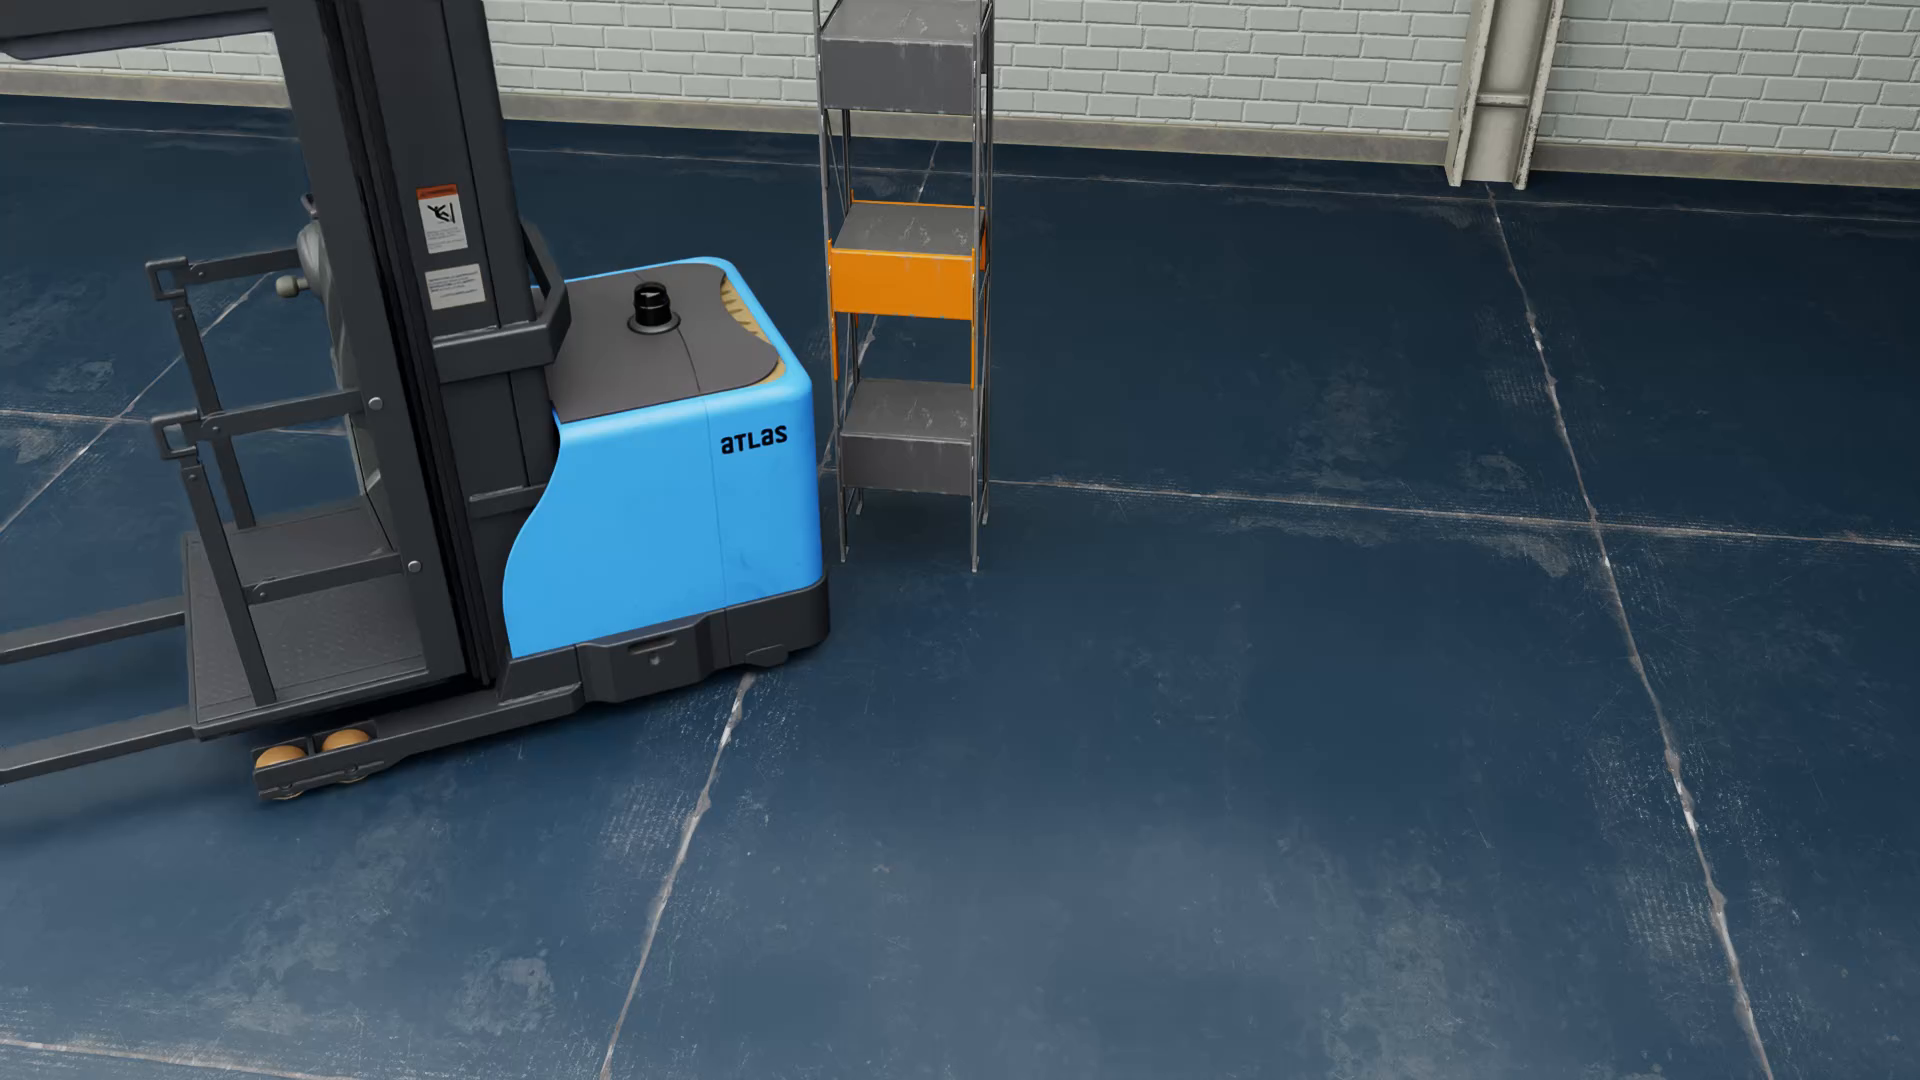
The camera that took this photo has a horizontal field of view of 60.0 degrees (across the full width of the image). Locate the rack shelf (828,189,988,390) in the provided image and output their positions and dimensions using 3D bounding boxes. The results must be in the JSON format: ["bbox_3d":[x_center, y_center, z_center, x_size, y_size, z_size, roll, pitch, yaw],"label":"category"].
[{"bbox_3d":[-0.164,-0.856,5.665,0.480,0.518,0.431,4,36,6],"label":"rack shelf"}]

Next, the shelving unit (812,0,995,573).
[{"bbox_3d":[-0.164,-0.867,5.657,0.503,2.100,0.431,4,36,6],"label":"shelving unit"}]

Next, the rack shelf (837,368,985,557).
[{"bbox_3d":[-0.164,-0.286,6.072,0.480,0.518,0.431,4,36,6],"label":"rack shelf"}]

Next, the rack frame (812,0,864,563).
[{"bbox_3d":[-0.406,-0.885,5.683,0.015,2.100,0.400,4,36,6],"label":"rack frame"}]

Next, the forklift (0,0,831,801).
[{"bbox_3d":[-2.011,-0.742,4.767,3.031,2.935,1.130,-13,38,-18],"label":"forklift"}]

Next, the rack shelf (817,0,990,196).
[{"bbox_3d":[-0.164,-1.426,5.258,0.480,0.518,0.431,4,36,6],"label":"rack shelf"}]

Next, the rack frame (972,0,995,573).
[{"bbox_3d":[0.078,-0.849,5.632,0.015,2.100,0.400,4,36,6],"label":"rack frame"}]

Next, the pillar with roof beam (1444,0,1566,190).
[{"bbox_3d":[2.293,-3.155,2.924,0.400,9.000,9.100,4,36,6],"label":"pillar with roof beam"}]
